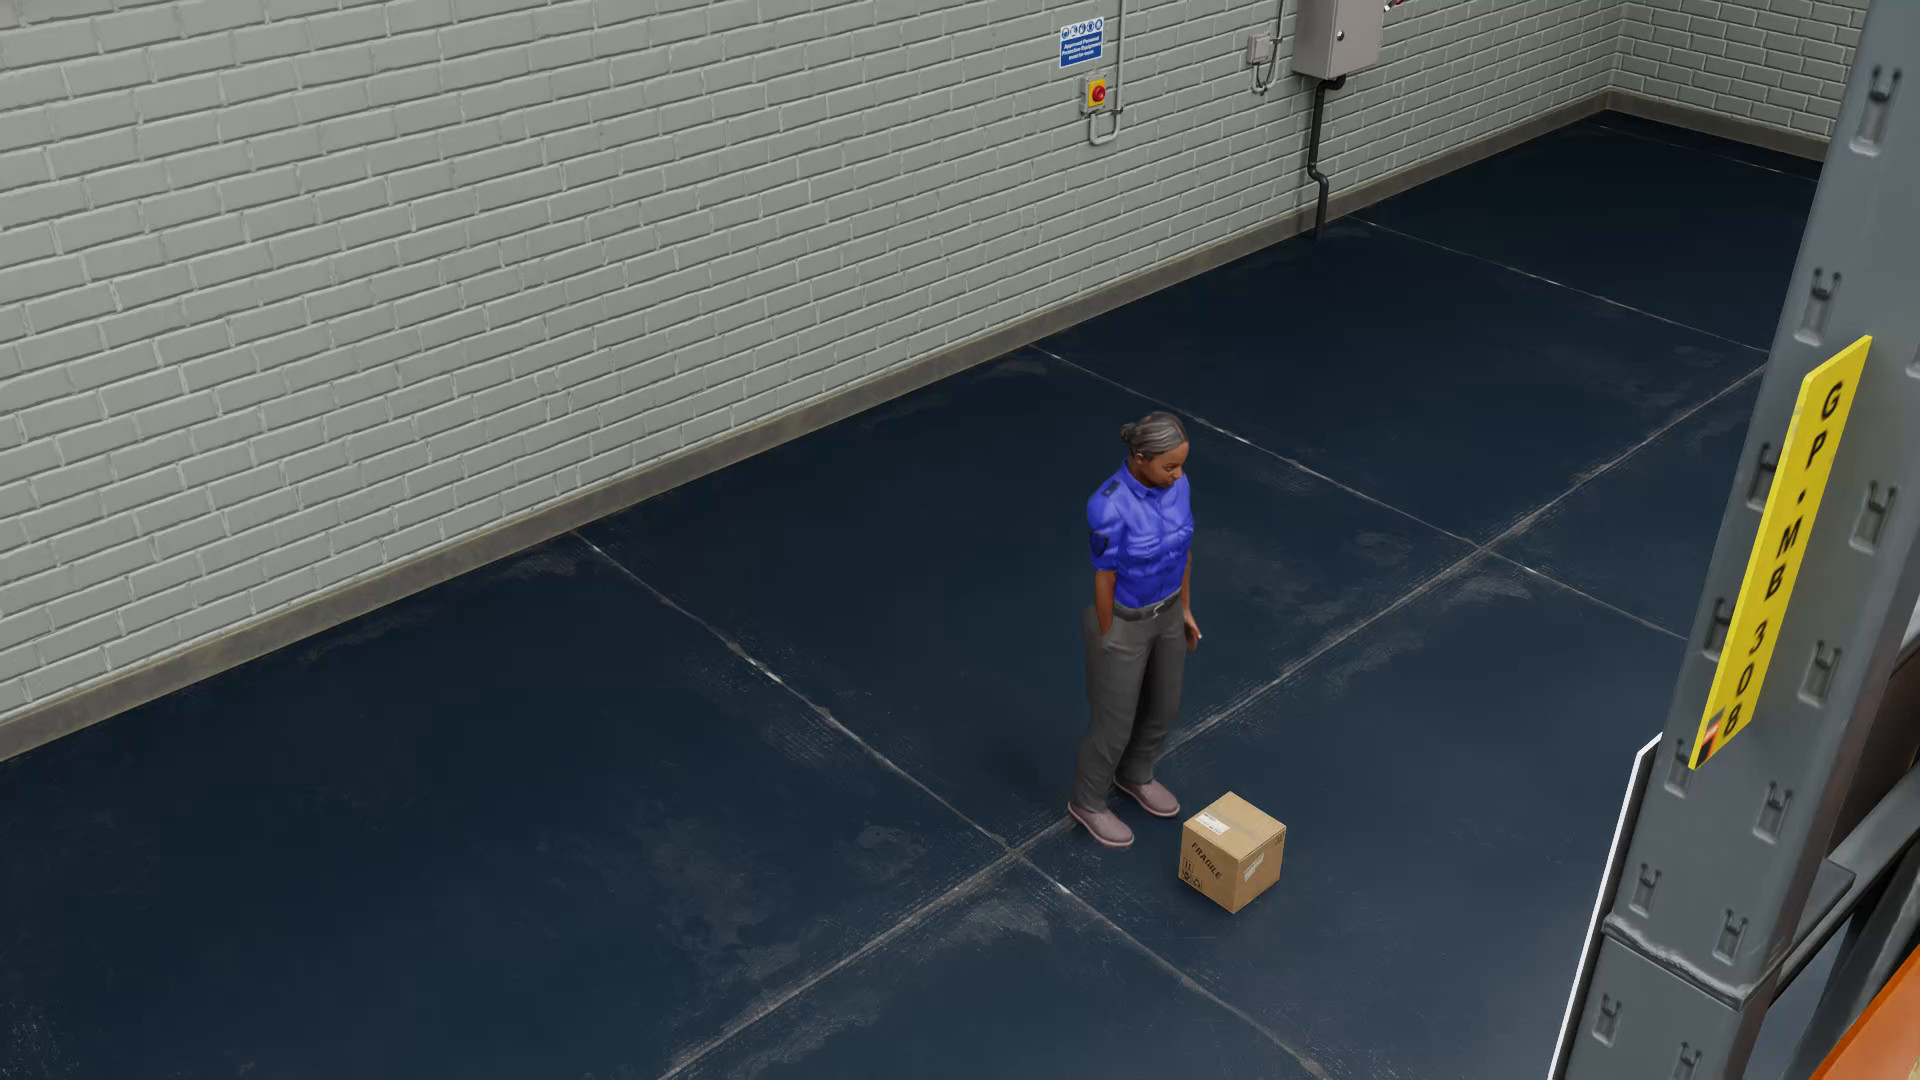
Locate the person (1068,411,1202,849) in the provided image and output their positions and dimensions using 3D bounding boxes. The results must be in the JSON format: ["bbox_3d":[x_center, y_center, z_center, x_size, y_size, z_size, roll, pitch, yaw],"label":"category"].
[{"bbox_3d":[0.618,0.293,5.688,0.441,1.650,0.305,-25,40,-34],"label":"person"}]
